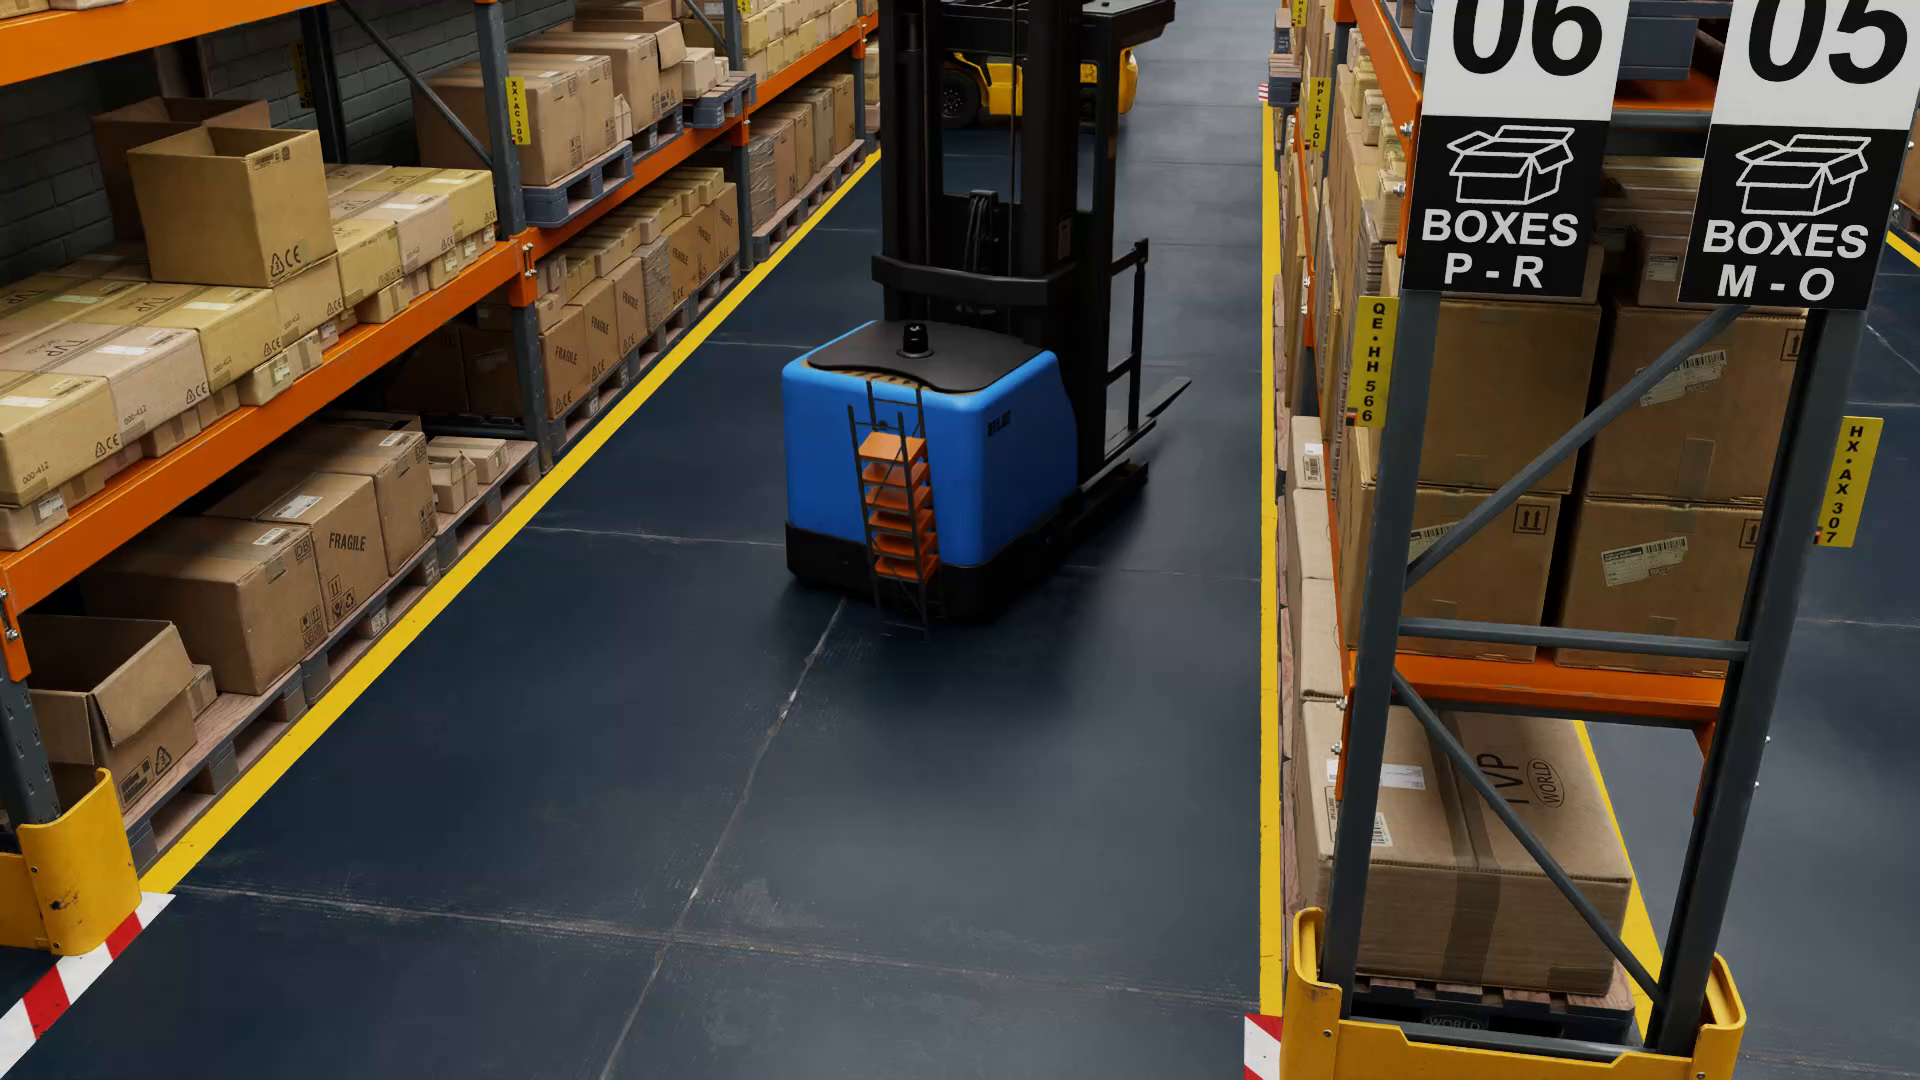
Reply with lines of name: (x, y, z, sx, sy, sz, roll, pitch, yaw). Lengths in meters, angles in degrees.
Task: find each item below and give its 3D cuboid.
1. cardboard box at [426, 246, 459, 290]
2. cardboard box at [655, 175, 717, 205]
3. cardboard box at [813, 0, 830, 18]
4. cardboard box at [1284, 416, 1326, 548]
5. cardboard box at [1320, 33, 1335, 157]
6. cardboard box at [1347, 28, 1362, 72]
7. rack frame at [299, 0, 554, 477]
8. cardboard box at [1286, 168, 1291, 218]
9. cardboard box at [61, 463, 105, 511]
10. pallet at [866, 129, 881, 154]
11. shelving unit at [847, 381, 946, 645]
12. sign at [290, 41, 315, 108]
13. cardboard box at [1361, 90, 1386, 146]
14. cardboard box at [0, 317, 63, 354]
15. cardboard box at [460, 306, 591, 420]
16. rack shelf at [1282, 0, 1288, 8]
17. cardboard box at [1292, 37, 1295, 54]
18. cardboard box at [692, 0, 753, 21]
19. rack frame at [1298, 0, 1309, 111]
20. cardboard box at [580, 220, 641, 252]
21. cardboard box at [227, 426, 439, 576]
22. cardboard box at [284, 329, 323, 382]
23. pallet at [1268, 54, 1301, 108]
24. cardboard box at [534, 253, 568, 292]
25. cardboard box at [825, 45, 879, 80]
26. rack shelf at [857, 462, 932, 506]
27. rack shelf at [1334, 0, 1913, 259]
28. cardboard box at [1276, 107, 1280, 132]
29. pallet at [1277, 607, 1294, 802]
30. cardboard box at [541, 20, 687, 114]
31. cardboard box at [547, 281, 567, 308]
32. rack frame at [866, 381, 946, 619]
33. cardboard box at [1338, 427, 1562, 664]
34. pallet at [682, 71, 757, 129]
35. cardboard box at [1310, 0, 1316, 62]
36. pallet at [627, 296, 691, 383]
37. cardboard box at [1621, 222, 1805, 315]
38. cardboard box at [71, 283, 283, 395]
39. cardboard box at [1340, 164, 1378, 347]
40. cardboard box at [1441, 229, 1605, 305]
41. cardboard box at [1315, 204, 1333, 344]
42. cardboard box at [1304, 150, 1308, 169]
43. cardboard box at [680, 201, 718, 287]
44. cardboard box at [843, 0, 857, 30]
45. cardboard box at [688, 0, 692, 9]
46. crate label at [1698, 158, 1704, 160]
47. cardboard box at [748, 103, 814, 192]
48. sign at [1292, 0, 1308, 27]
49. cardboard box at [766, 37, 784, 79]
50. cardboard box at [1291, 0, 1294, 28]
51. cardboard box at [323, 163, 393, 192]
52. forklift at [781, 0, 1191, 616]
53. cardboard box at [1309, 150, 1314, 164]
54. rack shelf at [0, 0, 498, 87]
cardboard box: (-2.567, -1.277, 7.735, 0.380, 0.149, 0.250, 5, 25, 10)
cardboard box: (-1.916, -2.446, 11.626, 0.380, 0.149, 0.250, 3, 25, 6)
cardboard box: (-1.412, -4.614, 14.157, 0.500, 0.250, 0.500, 5, 25, 10)
cardboard box: (1.964, -0.194, 7.654, 0.875, 0.438, 0.875, 4, 25, 8)
cardboard box: (1.998, -2.122, 7.948, 0.500, 0.500, 0.500, 5, 26, 10)
cardboard box: (1.865, -2.097, 7.130, 0.380, 0.149, 0.250, 4, 25, 8)
rack frame: (-2.725, -1.762, 8.476, 1.000, 3.000, 0.127, 4, 25, 9)
cardboard box: (3.041, -2.637, 12.951, 0.950, 0.372, 0.625, 4, 25, 8)
cardboard box: (-3.058, -0.203, 5.442, 0.380, 0.149, 0.250, 5, 25, 10)
pallet: (-1.246, -4.175, 16.920, 1.003, 0.211, 1.213, 4, 25, 9)
shelving unit: (-0.256, -0.095, 7.021, 0.258, 1.200, 0.189, 10, 39, 20)
sign: (-3.273, -2.323, 8.309, 0.100, 0.325, 0.005, 4, 25, 9)
cardboard box: (1.598, -1.462, 5.772, 0.380, 0.149, 0.250, 4, 25, 9)
cardboard box: (-3.480, -0.582, 5.781, 0.500, 0.250, 0.500, 4, 25, 9)
cardboard box: (-2.424, -1.007, 9.316, 0.500, 0.500, 0.500, 5, 26, 11)
rack shelf: (3.807, -5.276, 16.832, 1.077, 0.370, 4.000, 4, 25, 9)
cardboard box: (2.666, -3.653, 12.316, 0.380, 0.149, 0.250, 3, 25, 6)
cardboard box: (-1.728, -3.887, 12.133, 0.380, 0.149, 0.250, 5, 26, 10)
rack frame: (2.827, -3.093, 11.319, 1.000, 3.000, 0.127, 4, 25, 9)
cardboard box: (-2.237, -1.911, 10.482, 0.380, 0.149, 0.250, 4, 25, 9)
cardboard box: (-2.837, -0.185, 7.561, 0.700, 0.500, 0.500, 3, 25, 7)
cardboard box: (-2.772, -0.741, 6.590, 0.380, 0.149, 0.250, 5, 25, 10)
pallet: (2.838, -3.311, 12.012, 1.213, 0.211, 1.003, 4, 25, 9)
cardboard box: (-2.408, -1.492, 9.237, 0.380, 0.149, 0.250, 3, 25, 6)
cardboard box: (-1.029, -4.686, 16.292, 0.500, 0.250, 0.500, 4, 25, 8)
rack shelf: (-0.272, -0.251, 6.904, 0.258, 0.103, 0.180, 10, 39, 20)
rack shelf: (1.846, -1.616, 5.474, 1.077, 0.370, 4.000, 4, 25, 9)
cardboard box: (3.389, -4.200, 16.432, 0.500, 0.250, 0.500, 3, 25, 7)
pallet: (1.774, 0.668, 6.575, 1.003, 0.211, 1.213, 4, 25, 9)
cardboard box: (-2.155, -2.976, 10.453, 0.797, 0.503, 0.637, 3, 25, 7)
cardboard box: (-2.435, -1.367, 9.319, 0.380, 0.149, 0.250, 3, 25, 7)
rack frame: (-0.222, -0.148, 7.087, 0.240, 1.200, 0.006, 10, 39, 20)
cardboard box: (1.337, -0.012, 4.620, 0.500, 0.500, 0.500, 4, 25, 9)
pallet: (-2.113, -3.060, 11.475, 1.213, 0.211, 1.003, 4, 25, 9)
cardboard box: (2.433, -3.193, 10.236, 0.500, 0.500, 0.500, 4, 25, 9)
pallet: (-2.432, -1.354, 10.893, 1.003, 0.211, 1.213, 4, 25, 9)
cardboard box: (1.850, -0.668, 4.076, 0.380, 0.149, 0.250, 5, 25, 10)
cardboard box: (-2.877, -0.750, 6.140, 0.500, 0.250, 0.500, 4, 25, 8)
cardboard box: (1.504, -0.890, 5.316, 0.500, 0.500, 0.500, 4, 25, 8)
cardboard box: (1.380, -0.703, 4.150, 0.380, 0.149, 0.250, 4, 25, 9)
cardboard box: (1.752, -1.077, 6.894, 0.500, 0.500, 0.500, 4, 25, 9)
cardboard box: (2.340, -2.402, 10.021, 0.500, 0.250, 0.500, 5, 26, 10)
cardboard box: (-2.020, -2.093, 11.636, 0.500, 0.500, 0.500, 4, 25, 8)
cardboard box: (-1.242, -4.811, 15.167, 0.500, 0.250, 0.500, 5, 25, 10)
cardboard box: (-2.182, -4.145, 12.685, 0.380, 0.149, 0.250, 4, 25, 8)
crate label: (6.909, -3.559, 15.692, 0.298, 0.136, 0.250, -14, 29, -27)
cardboard box: (-1.747, -3.365, 14.206, 0.875, 0.625, 0.625, 3, 25, 6)
sign: (2.290, -3.615, 11.162, 0.100, 0.325, 0.005, 4, 25, 9)
cardboard box: (-1.670, -3.746, 12.891, 0.500, 0.250, 0.500, 3, 25, 7)
cardboard box: (2.782, -4.100, 12.507, 0.500, 0.500, 0.500, 2, 25, 5)
cardboard box: (-3.072, -1.640, 8.042, 0.500, 0.250, 0.500, 4, 25, 8)
forklift: (0.338, -1.579, 8.166, 1.130, 2.935, 3.031, 13, 28, 26)
cardboard box: (2.158, -2.206, 9.012, 0.500, 0.250, 0.500, 5, 25, 10)
rack shelf: (-3.052, -1.958, 6.206, 1.077, 0.370, 4.000, 4, 25, 9)
